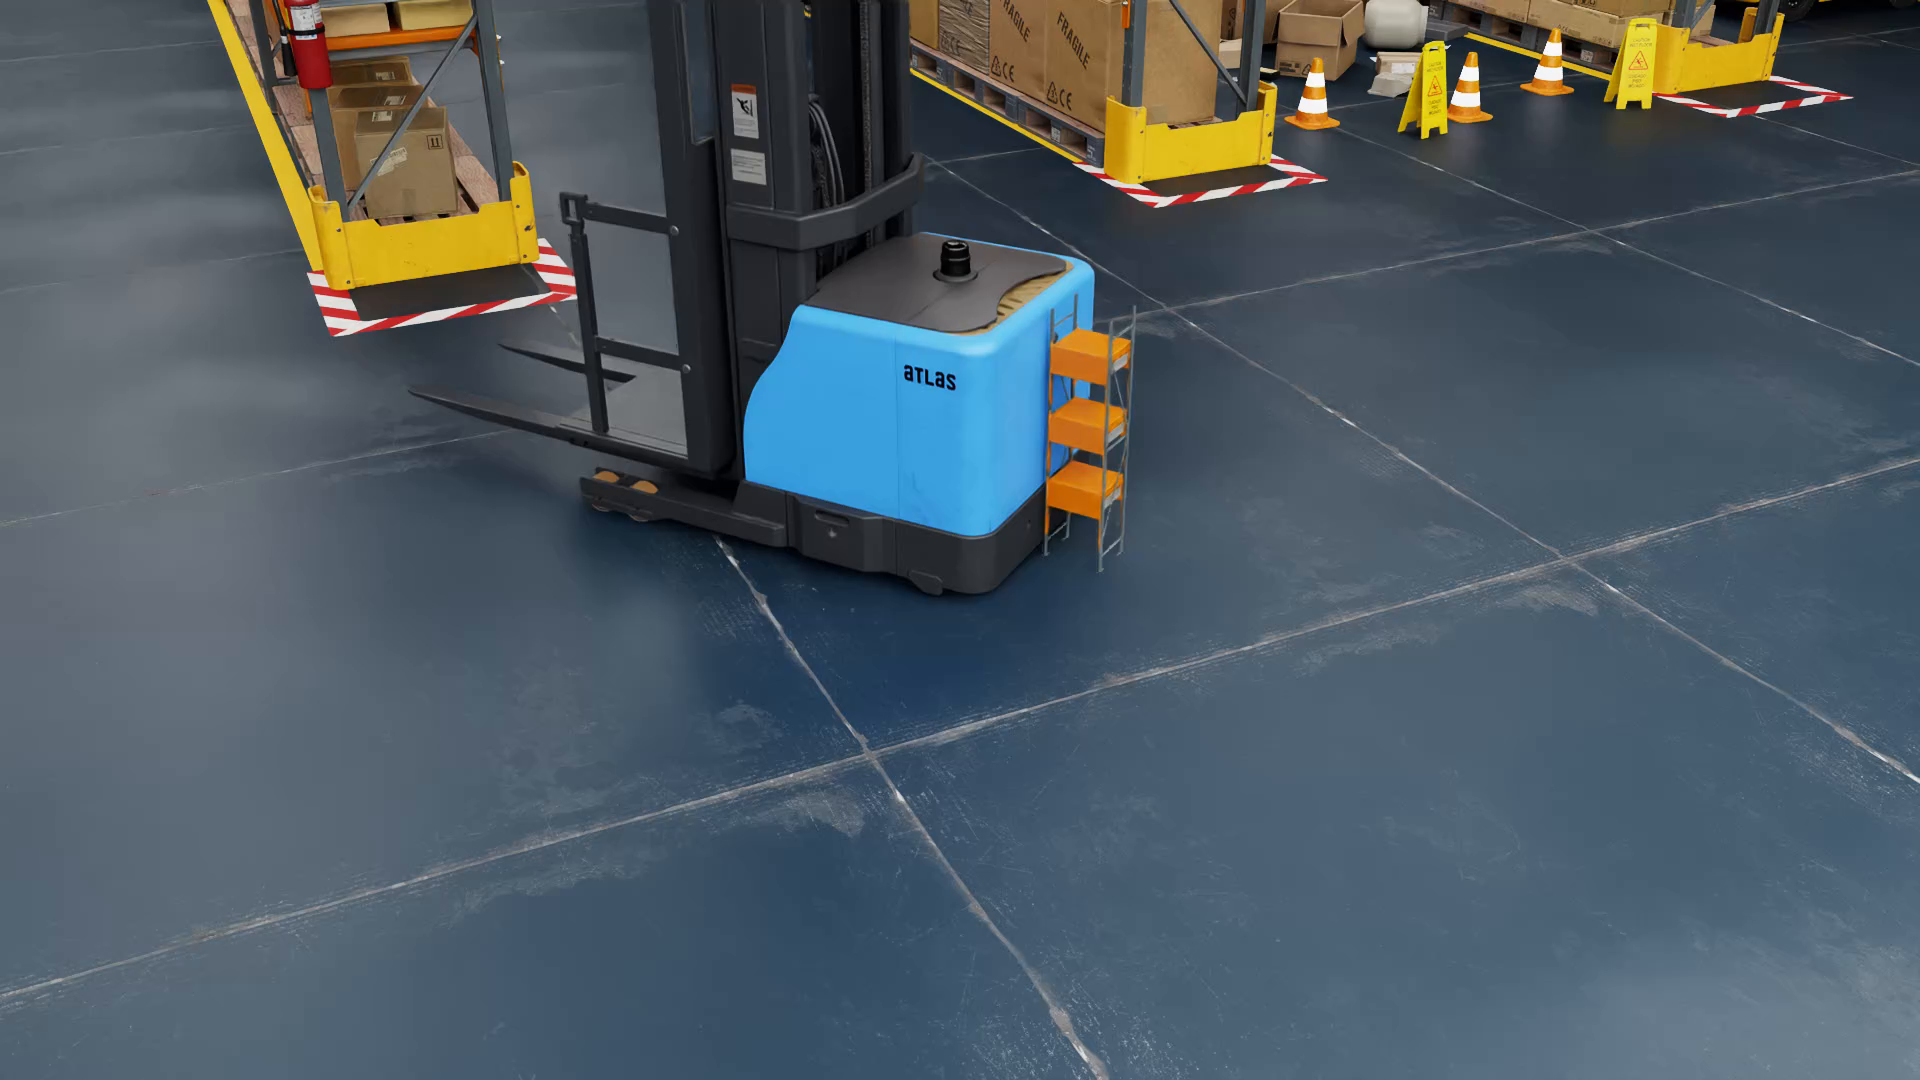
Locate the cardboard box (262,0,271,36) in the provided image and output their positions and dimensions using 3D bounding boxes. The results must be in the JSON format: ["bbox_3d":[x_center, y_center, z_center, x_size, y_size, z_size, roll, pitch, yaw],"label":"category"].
[{"bbox_3d":[-5.381,-4.453,13.731,0.700,0.500,0.500,-16,33,-26],"label":"cardboard box"}]

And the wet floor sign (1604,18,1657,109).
[{"bbox_3d":[5.075,-3.593,12.497,0.267,0.644,0.232,-3,29,-5],"label":"wet floor sign"}]

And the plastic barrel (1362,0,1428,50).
[{"bbox_3d":[3.705,-4.399,14.162,0.512,0.421,0.421,7,30,13],"label":"plastic barrel"}]

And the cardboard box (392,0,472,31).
[{"bbox_3d":[-2.898,-2.914,9.136,0.380,0.149,0.250,-13,32,-22],"label":"cardboard box"}]

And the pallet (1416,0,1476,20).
[{"bbox_3d":[4.562,-5.190,15.789,1.003,0.211,1.213,-13,32,-22],"label":"pallet"}]

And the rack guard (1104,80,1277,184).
[{"bbox_3d":[1.542,-2.743,11.131,1.175,0.500,0.348,-13,32,-22],"label":"rack guard"}]

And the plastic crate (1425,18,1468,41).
[{"bbox_3d":[4.176,-4.556,14.793,0.583,0.080,0.402,26,38,38],"label":"plastic crate"}]

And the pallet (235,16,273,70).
[{"bbox_3d":[-5.571,-4.281,14.169,1.003,0.211,1.213,-13,32,-22],"label":"pallet"}]

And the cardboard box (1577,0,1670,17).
[{"bbox_3d":[5.380,-4.538,13.392,0.500,0.500,0.500,-13,32,-22],"label":"cardboard box"}]

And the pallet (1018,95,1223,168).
[{"bbox_3d":[1.118,-2.965,11.821,1.003,0.211,1.213,-13,32,-22],"label":"pallet"}]

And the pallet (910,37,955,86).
[{"bbox_3d":[0.071,-4.043,13.743,1.003,0.211,1.213,-13,32,-22],"label":"pallet"}]

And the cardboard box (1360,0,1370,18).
[{"bbox_3d":[3.473,-4.847,14.880,0.500,0.500,0.500,7,30,13],"label":"cardboard box"}]

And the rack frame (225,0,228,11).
[{"bbox_3d":[-6.425,-6.381,15.063,1.000,3.000,0.127,-13,32,-22],"label":"rack frame"}]

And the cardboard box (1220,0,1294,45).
[{"bbox_3d":[2.510,-4.554,14.218,0.797,0.637,0.503,-13,32,-22],"label":"cardboard box"}]

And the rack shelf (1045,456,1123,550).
[{"bbox_3d":[0.492,-0.147,6.529,0.240,0.259,0.215,17,33,27],"label":"rack shelf"}]

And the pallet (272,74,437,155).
[{"bbox_3d":[-4.388,-3.109,12.078,1.003,0.211,1.213,-13,32,-22],"label":"pallet"}]

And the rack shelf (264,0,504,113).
[{"bbox_3d":[-3.850,-3.417,10.512,1.077,0.370,4.000,-13,32,-22],"label":"rack shelf"}]

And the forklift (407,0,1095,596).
[{"bbox_3d":[-1.006,-1.565,6.545,3.031,2.935,1.130,14,32,24],"label":"forklift"}]

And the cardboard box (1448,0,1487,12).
[{"bbox_3d":[4.721,-4.894,14.793,0.500,0.250,0.500,-14,32,-23],"label":"cardboard box"}]

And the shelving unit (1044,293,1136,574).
[{"bbox_3d":[0.492,-0.399,6.388,0.252,1.050,0.215,17,33,27],"label":"shelving unit"}]

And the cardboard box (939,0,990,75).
[{"bbox_3d":[0.412,-4.178,12.876,0.875,0.875,0.875,-13,32,-22],"label":"cardboard box"}]

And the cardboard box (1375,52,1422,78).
[{"bbox_3d":[3.573,-3.839,13.445,0.380,0.149,0.250,2,29,4],"label":"cardboard box"}]

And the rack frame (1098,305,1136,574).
[{"bbox_3d":[0.596,-0.368,6.332,0.008,1.050,0.200,17,33,27],"label":"rack frame"}]

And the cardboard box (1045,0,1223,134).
[{"bbox_3d":[1.181,-3.386,11.465,0.875,0.875,0.875,-13,32,-22],"label":"cardboard box"}]

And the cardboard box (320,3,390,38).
[{"bbox_3d":[-3.300,-2.820,8.970,0.380,0.149,0.250,-13,32,-22],"label":"cardboard box"}]

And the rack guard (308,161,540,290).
[{"bbox_3d":[-3.024,-1.791,9.432,1.175,0.500,0.348,-13,32,-22],"label":"rack guard"}]

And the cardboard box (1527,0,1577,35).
[{"bbox_3d":[5.154,-4.443,13.989,0.500,0.250,0.500,-13,32,-22],"label":"cardboard box"}]

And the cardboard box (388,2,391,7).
[{"bbox_3d":[-3.082,-3.142,9.543,0.380,0.149,0.250,-13,32,-22],"label":"cardboard box"}]

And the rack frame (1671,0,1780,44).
[{"bbox_3d":[5.959,-4.928,12.472,1.000,3.000,0.127,-13,32,-22],"label":"rack frame"}]

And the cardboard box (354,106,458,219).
[{"bbox_3d":[-3.244,-2.220,9.768,0.500,0.500,0.500,-7,30,-13],"label":"cardboard box"}]

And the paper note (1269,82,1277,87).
[{"bbox_3d":[2.410,-3.579,13.103,0.144,0.017,0.142,-3,29,-5],"label":"paper note"}]

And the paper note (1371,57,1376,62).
[{"bbox_3d":[3.527,-4.034,13.925,0.148,0.019,0.142,-3,29,-5],"label":"paper note"}]

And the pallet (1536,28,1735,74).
[{"bbox_3d":[5.610,-4.112,13.867,1.003,0.211,1.213,-13,32,-22],"label":"pallet"}]

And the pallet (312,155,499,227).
[{"bbox_3d":[-3.340,-2.031,10.156,1.003,0.211,1.213,-13,32,-22],"label":"pallet"}]

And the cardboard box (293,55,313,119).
[{"bbox_3d":[-4.320,-3.271,11.642,0.500,0.500,0.500,-3,29,-6],"label":"cardboard box"}]

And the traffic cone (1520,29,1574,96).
[{"bbox_3d":[4.610,-3.741,12.948,0.336,0.463,0.334,-13,32,-22],"label":"traffic cone"}]

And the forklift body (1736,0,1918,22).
[{"bbox_3d":[7.979,-6.056,15.352,2.313,2.155,1.214,-13,32,-22],"label":"forklift body"}]

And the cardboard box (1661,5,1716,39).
[{"bbox_3d":[5.863,-4.326,13.781,0.500,0.250,0.500,-13,32,-22],"label":"cardboard box"}]

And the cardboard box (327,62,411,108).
[{"bbox_3d":[-3.783,-2.757,10.726,0.500,0.500,0.500,-10,31,-17],"label":"cardboard box"}]
